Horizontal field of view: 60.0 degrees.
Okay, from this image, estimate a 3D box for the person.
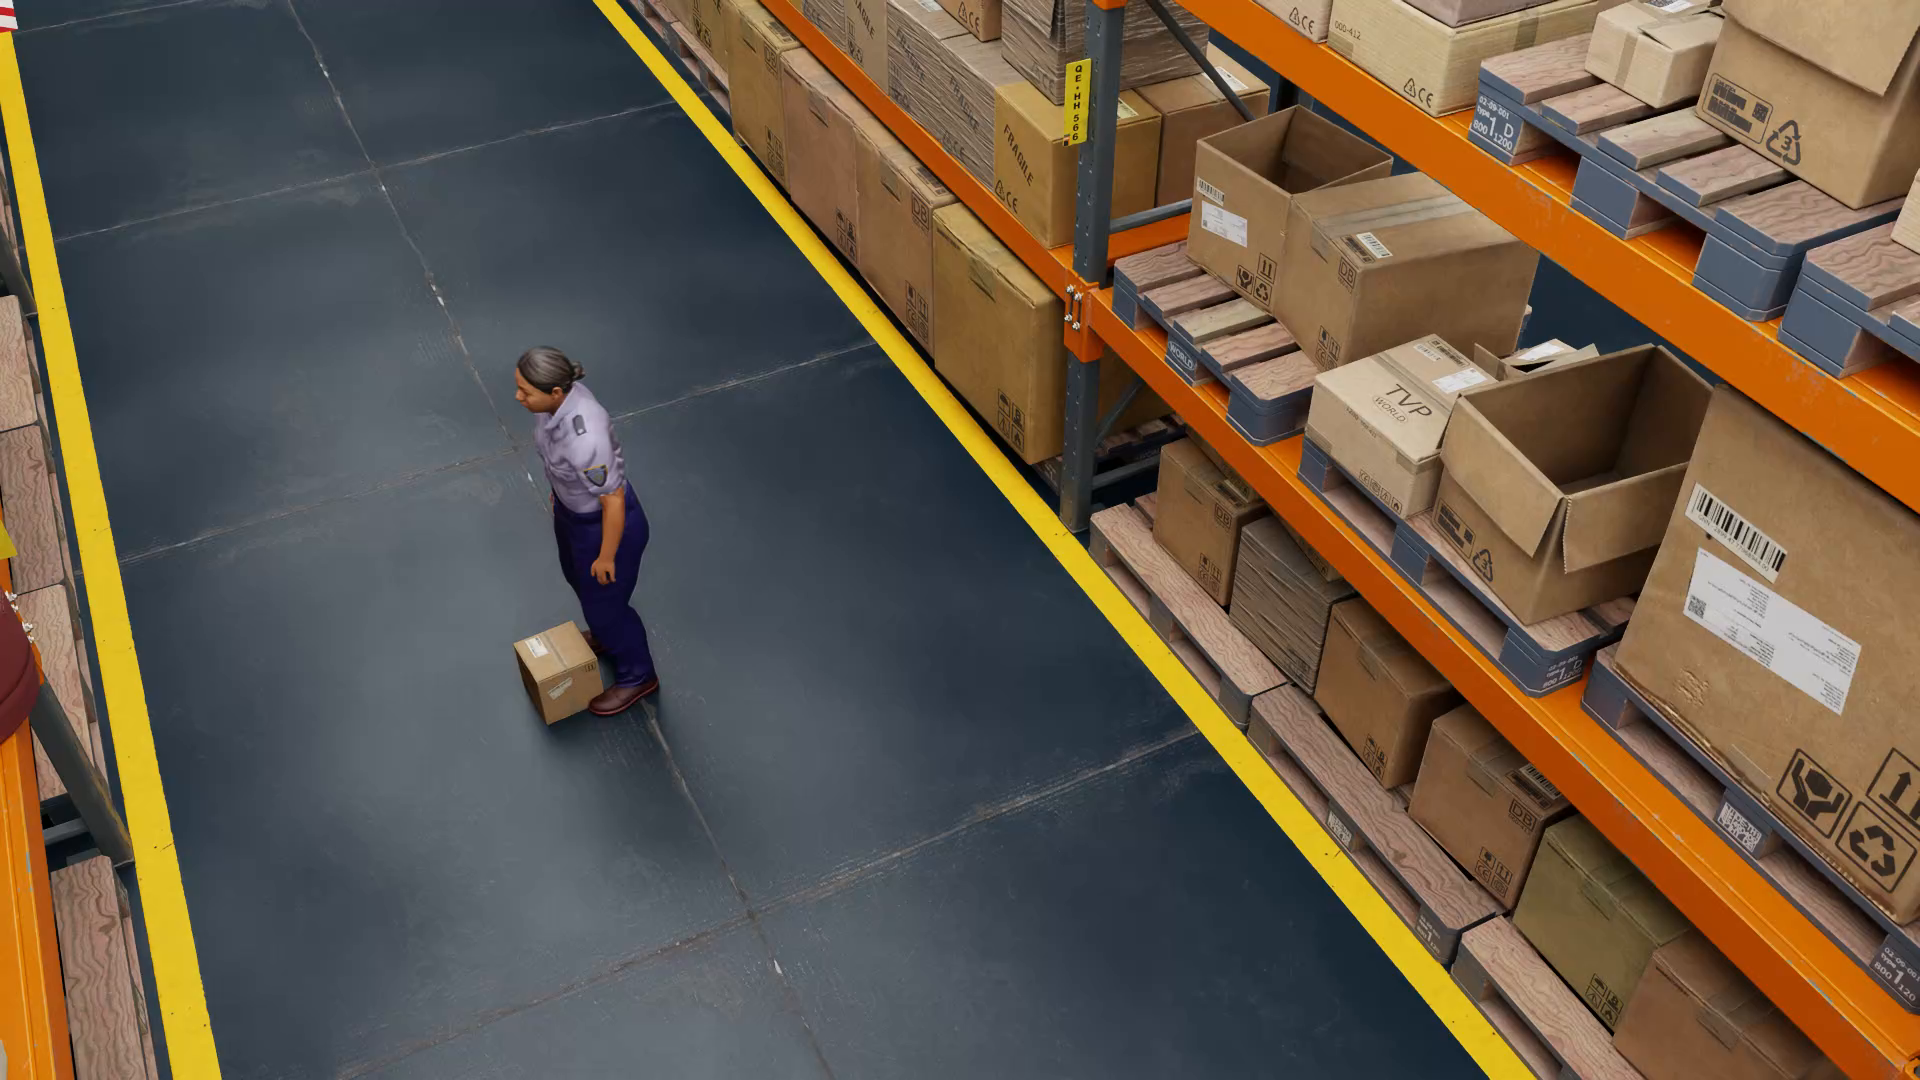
[{"bbox_3d":[-1.385,-0.072,6.246,0.367,1.652,0.554,-20,45,-21],"label":"person"}]
